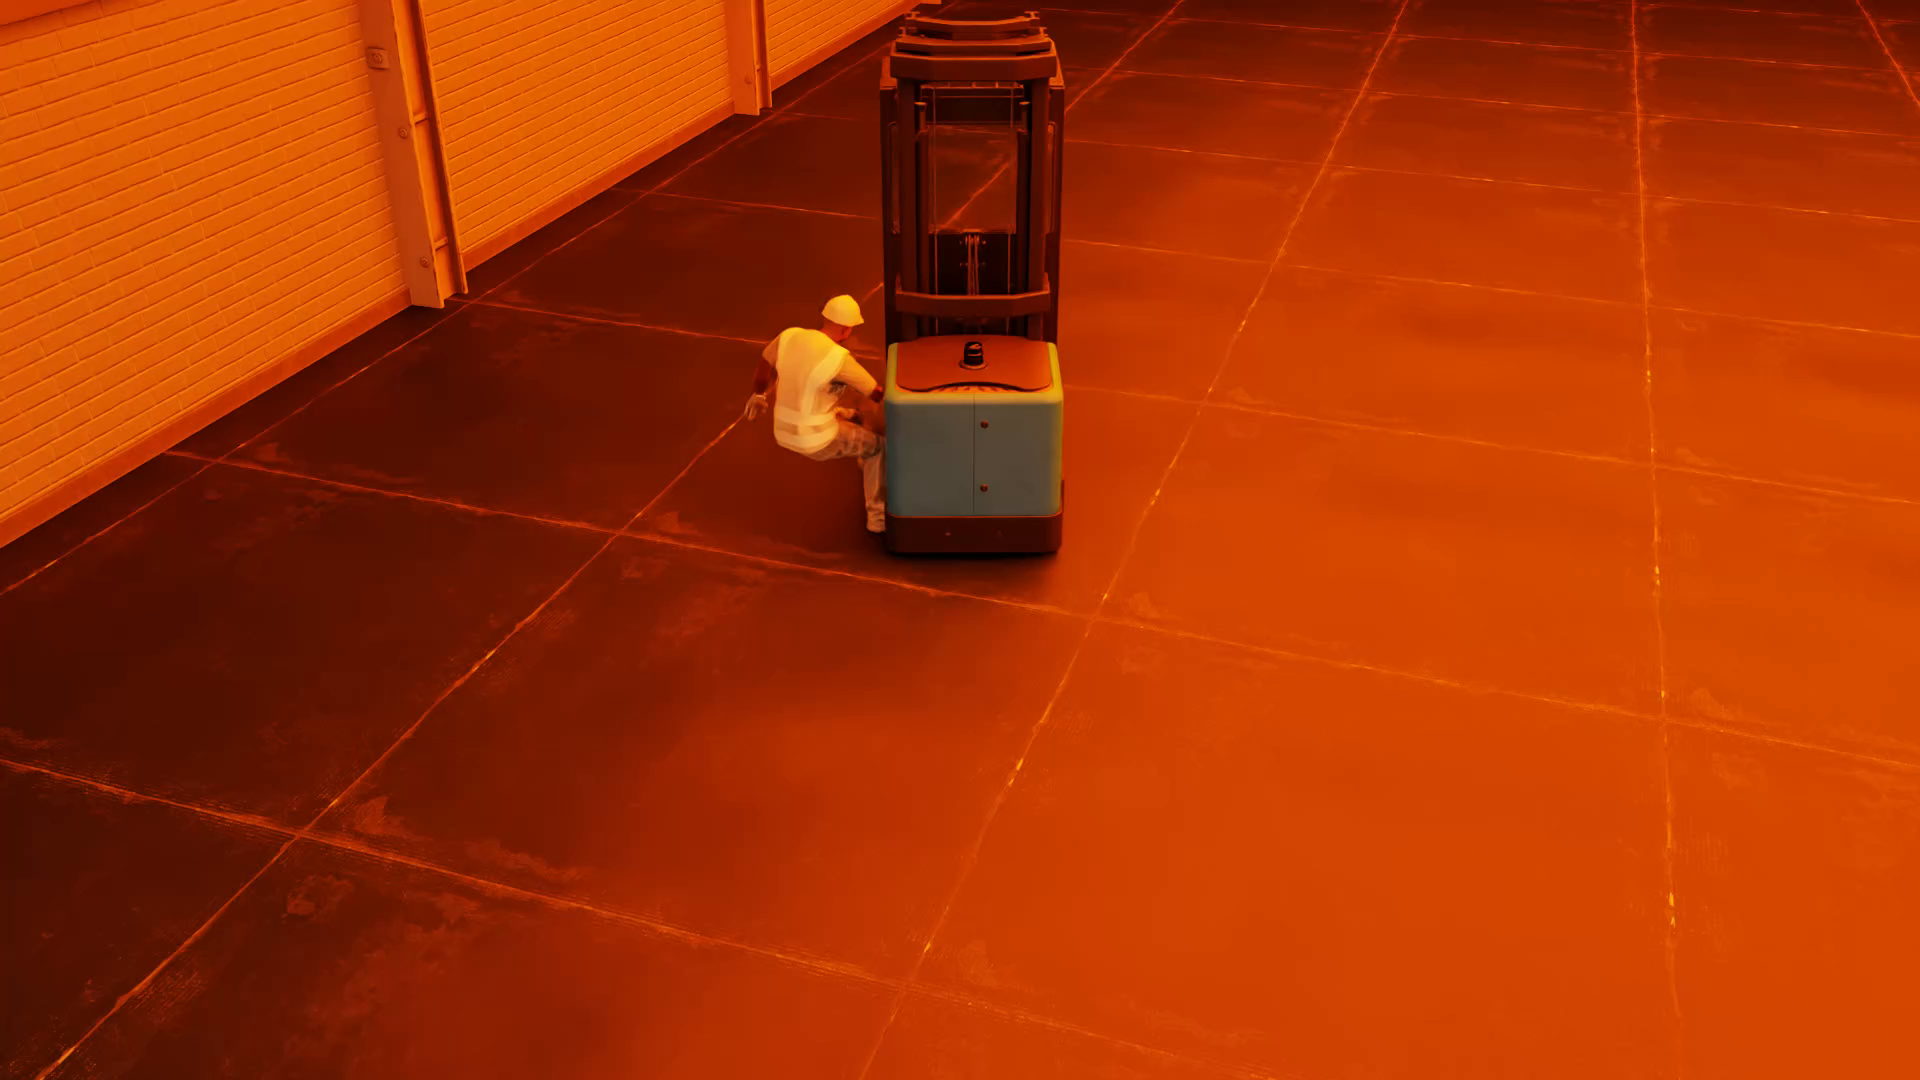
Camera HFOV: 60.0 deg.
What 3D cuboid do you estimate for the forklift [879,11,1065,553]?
[{"bbox_3d":[0.069,-1.886,10.446,1.130,2.935,3.031,0,30,0],"label":"forklift"}]

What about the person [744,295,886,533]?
[{"bbox_3d":[-0.724,-0.803,10.084,0.939,1.521,0.948,25,38,37],"label":"person"}]
